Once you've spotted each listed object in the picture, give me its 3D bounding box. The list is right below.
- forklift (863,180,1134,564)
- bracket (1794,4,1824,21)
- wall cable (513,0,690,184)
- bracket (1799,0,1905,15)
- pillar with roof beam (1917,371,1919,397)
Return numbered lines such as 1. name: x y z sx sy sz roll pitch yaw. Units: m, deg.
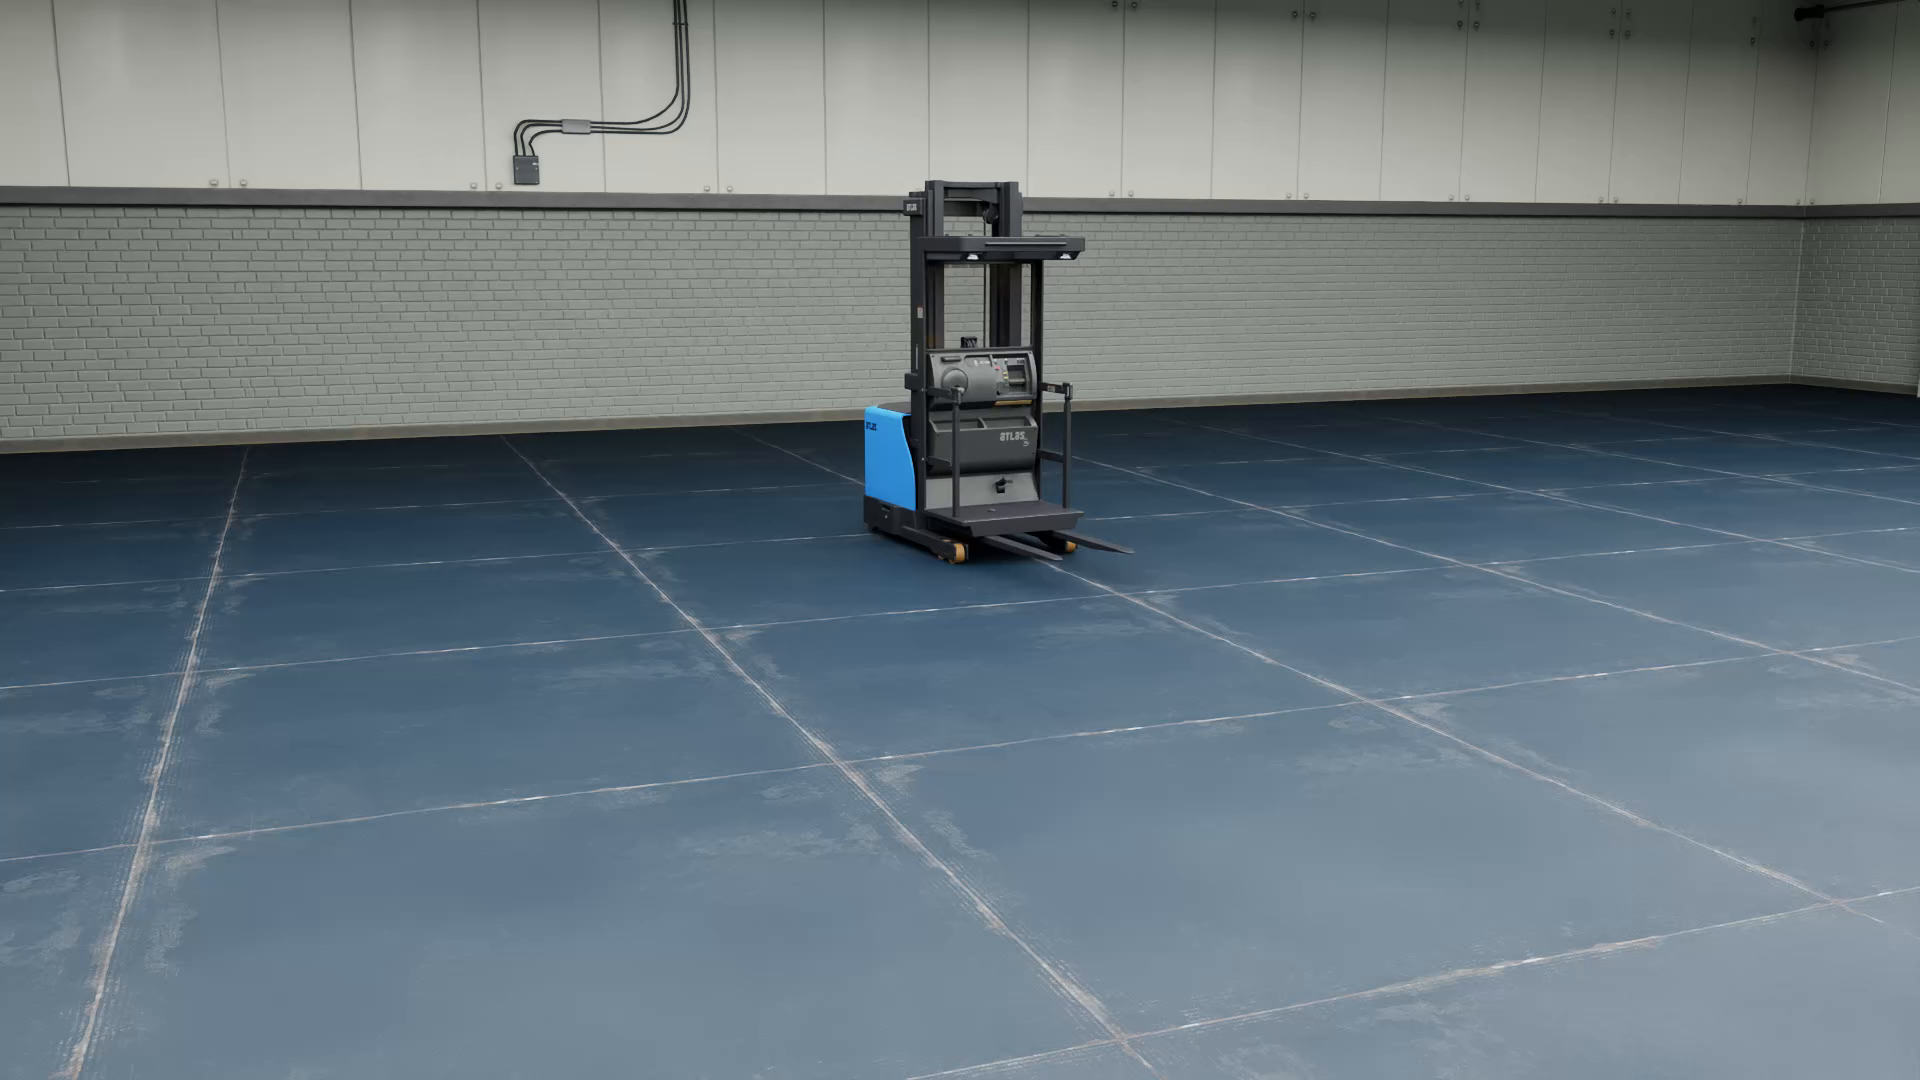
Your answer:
1. forklift: 0.287 -1.345 13.111 1.130 2.935 3.031 -5 11 -27
2. bracket: 14.401 -8.936 28.185 0.235 0.232 0.430 -4 11 -21
3. wall cable: -4.599 -7.572 21.082 2.305 6.003 0.169 -4 11 -21
4. bracket: 14.615 -8.840 27.643 0.076 0.066 3.189 -4 11 -21
5. pillar with roof beam: 11.728 -6.459 24.535 9.100 9.000 0.400 -4 11 -21
